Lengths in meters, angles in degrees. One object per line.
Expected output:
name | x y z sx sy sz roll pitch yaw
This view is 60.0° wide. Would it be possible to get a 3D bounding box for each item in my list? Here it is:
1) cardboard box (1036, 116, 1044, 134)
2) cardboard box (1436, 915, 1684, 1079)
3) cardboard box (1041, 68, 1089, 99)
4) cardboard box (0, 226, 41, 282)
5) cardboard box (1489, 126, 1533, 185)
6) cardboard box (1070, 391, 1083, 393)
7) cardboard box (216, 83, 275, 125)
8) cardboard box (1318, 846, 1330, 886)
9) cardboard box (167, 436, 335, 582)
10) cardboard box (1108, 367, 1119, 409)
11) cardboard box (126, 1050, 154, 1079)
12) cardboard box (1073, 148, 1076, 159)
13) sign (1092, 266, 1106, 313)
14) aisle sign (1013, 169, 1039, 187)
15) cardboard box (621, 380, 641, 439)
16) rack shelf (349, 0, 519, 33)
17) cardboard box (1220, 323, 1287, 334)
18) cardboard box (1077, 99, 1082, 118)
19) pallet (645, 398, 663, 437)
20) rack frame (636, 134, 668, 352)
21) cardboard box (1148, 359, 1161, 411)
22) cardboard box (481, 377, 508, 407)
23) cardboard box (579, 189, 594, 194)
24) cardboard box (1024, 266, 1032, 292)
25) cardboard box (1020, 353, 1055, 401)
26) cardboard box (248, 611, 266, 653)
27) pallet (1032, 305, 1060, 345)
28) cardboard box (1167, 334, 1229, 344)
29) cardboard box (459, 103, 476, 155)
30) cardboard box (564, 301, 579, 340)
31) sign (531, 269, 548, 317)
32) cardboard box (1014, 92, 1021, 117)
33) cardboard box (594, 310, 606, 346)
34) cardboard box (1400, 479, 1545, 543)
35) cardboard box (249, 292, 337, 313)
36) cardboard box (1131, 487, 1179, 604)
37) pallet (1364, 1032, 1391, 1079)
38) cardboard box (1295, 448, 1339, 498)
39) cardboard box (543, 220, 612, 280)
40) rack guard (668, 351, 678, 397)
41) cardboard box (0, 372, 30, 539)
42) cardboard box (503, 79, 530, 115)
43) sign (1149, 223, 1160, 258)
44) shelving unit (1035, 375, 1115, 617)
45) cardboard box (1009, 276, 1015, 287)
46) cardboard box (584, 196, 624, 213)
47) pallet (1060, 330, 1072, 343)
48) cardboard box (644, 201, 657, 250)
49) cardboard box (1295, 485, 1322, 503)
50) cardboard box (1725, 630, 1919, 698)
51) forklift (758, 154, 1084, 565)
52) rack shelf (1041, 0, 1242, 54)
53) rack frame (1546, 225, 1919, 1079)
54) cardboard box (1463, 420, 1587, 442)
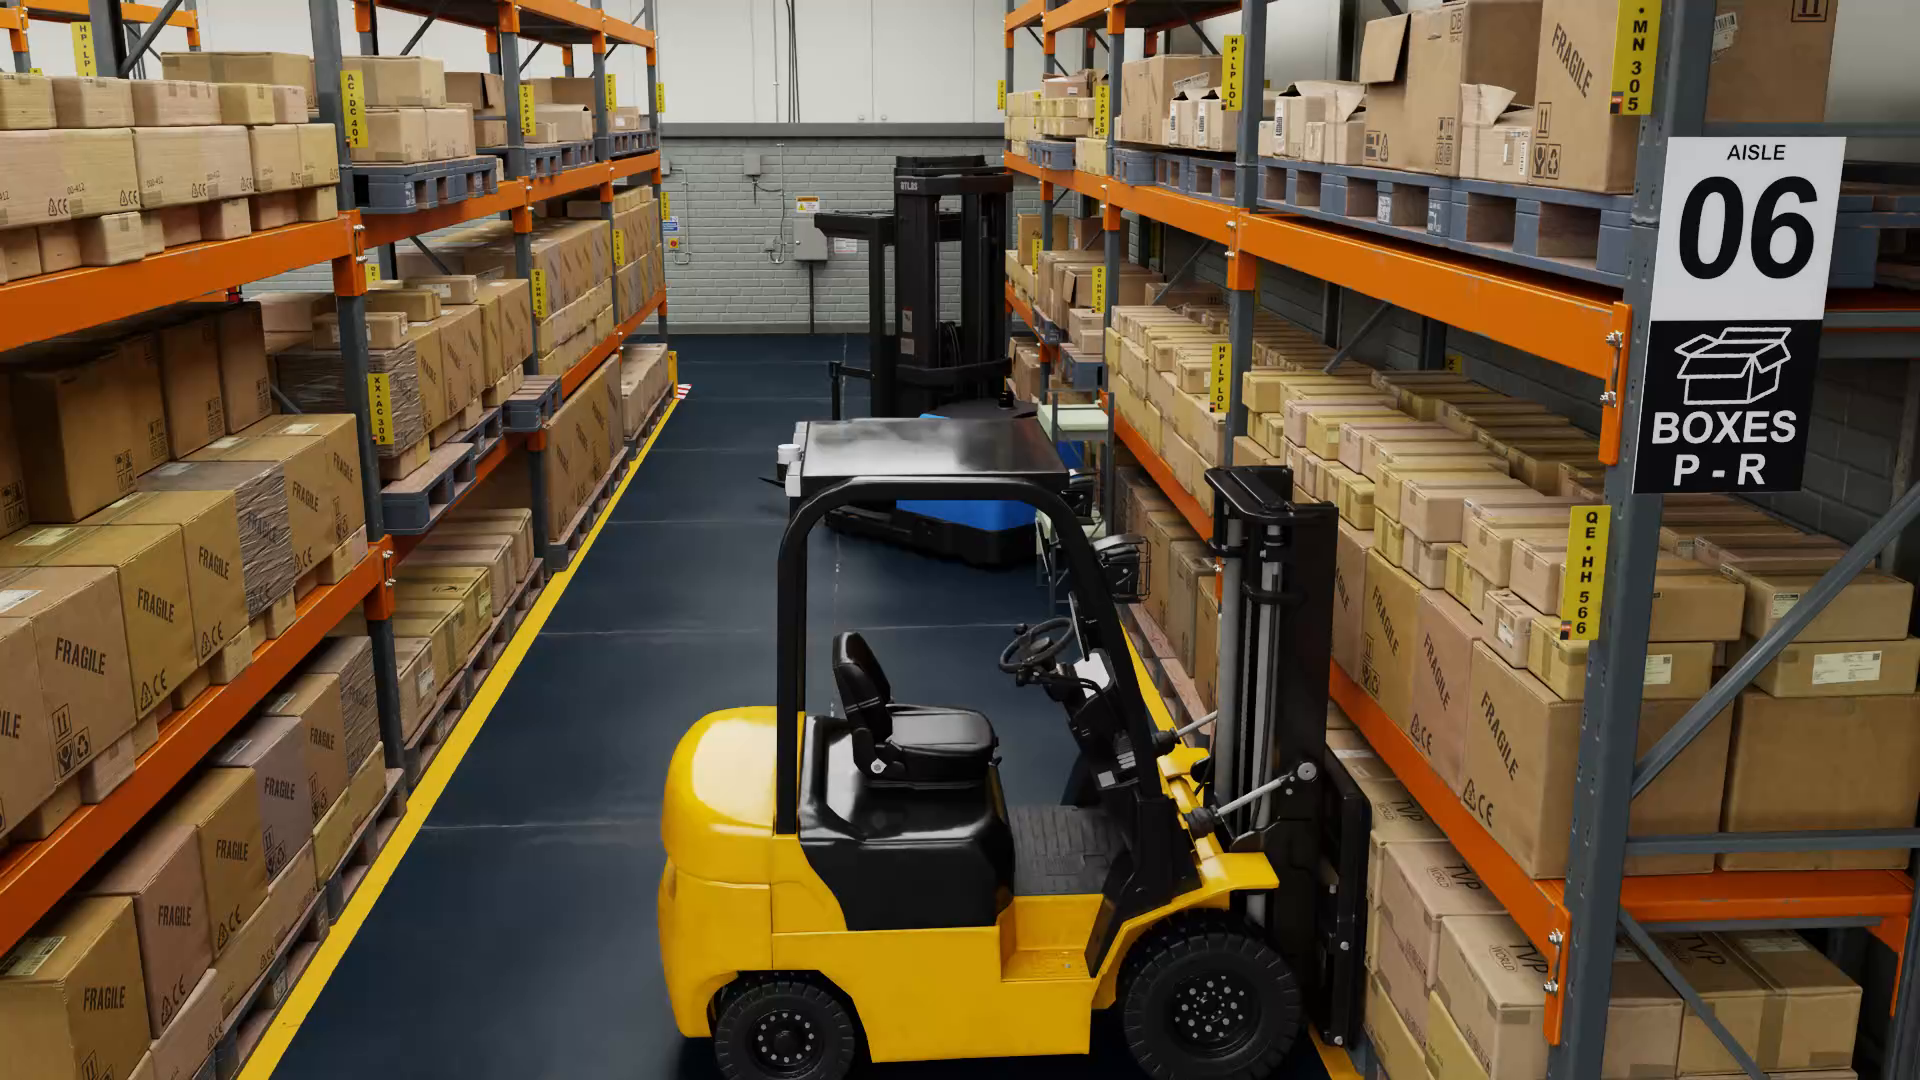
cardboard box | 0.871 -3.673 14.722 0.380 0.149 0.250 -1 14 -3
cardboard box | 1.672 1.284 4.687 0.500 0.250 0.500 0 14 -2
cardboard box | 0.939 -4.082 14.886 0.396 0.266 0.258 -1 14 -4
cardboard box | -2.766 -0.783 4.535 0.380 0.149 0.250 -1 14 -4
cardboard box | 1.658 -1.035 4.470 0.380 0.149 0.250 -1 14 -5
cardboard box | 1.177 -1.250 14.735 0.380 0.149 0.250 -1 14 -4
cardboard box | -2.786 -1.618 6.178 0.380 0.149 0.250 0 14 -2
cardboard box | 1.569 1.142 6.241 0.500 0.250 0.500 -1 14 -4
cardboard box | -2.875 -0.126 6.698 0.500 0.500 0.500 0 14 -2
cardboard box | 1.300 -1.054 11.403 0.500 0.250 0.500 -1 14 -3
cardboard box | -2.716 1.750 4.880 0.500 0.250 0.500 -1 14 -4
cardboard box | 0.951 -3.651 15.681 0.380 0.149 0.250 -1 14 -4
sign | 0.975 -1.752 11.651 0.100 0.325 0.005 -1 14 -3
aisle sign | 0.723 -4.501 19.285 0.394 0.787 0.004 -1 14 -3
cardboard box | -3.617 -1.278 16.273 0.875 0.438 0.875 -1 14 -4
rack shelf | -3.314 -3.029 8.985 1.077 0.370 4.000 -1 14 -3
cardboard box | 1.845 -1.270 10.441 0.380 0.149 0.250 -1 14 -4
cardboard box | 1.119 -3.361 12.954 0.380 0.149 0.250 -1 14 -3
pallet | -3.733 -1.302 17.662 1.003 0.211 1.213 -1 14 -3
rack frame | -3.933 -3.152 19.259 1.000 3.000 0.127 -1 14 -3
cardboard box | 1.401 -0.914 9.857 0.500 0.250 0.500 -1 14 -3
cardboard box | -2.994 -0.908 10.198 0.380 0.149 0.250 -1 14 -2
cardboard box | -4.095 -3.647 17.670 0.380 0.149 0.250 -1 14 -3
cardboard box | 0.930 -2.678 17.119 0.500 0.250 0.500 -1 14 -4
cardboard box | 0.911 -1.723 17.877 0.500 0.500 0.500 -1 14 -2
cardboard box | -2.813 0.346 6.168 0.380 0.149 0.250 -1 14 -4
pallet | 1.209 -1.942 14.939 1.003 0.211 1.213 -1 14 -3
cardboard box | 1.445 -1.135 9.916 0.380 0.149 0.250 -1 14 -3
cardboard box | -3.389 -2.428 10.223 0.700 0.500 0.500 -1 14 -3
cardboard box | -3.272 -1.715 12.969 0.500 0.250 0.500 -1 14 -4
sign | -2.896 -1.696 11.433 0.100 0.325 0.005 -1 14 -3
cardboard box | 0.855 -4.630 17.684 0.500 0.250 0.500 -1 14 -4
cardboard box | -3.375 -1.851 14.500 0.500 0.250 0.500 -1 14 -4
cardboard box | 1.622 -0.095 5.276 0.380 0.149 0.250 -1 14 -2
cardboard box | -3.540 -1.228 8.839 0.380 0.149 0.250 -2 15 -6
cardboard box | 1.590 0.024 10.836 0.875 0.625 0.625 0 14 -2
pallet | 1.923 1.910 5.179 1.003 0.211 1.213 -1 14 -3
cardboard box | 1.539 -0.268 6.547 0.380 0.149 0.250 -1 14 -4
cardboard box | -3.407 -2.583 14.839 0.500 0.500 0.500 0 14 -2
rack guard | -3.935 -1.948 19.594 1.175 0.500 0.348 -1 14 -3
cardboard box | -3.350 -0.225 5.076 0.700 0.500 0.500 -1 14 -4
cardboard box | -3.920 -3.638 14.085 0.500 0.500 0.500 -1 14 -4
sign | 1.822 -2.805 15.586 0.100 0.325 0.005 -1 14 -3
shelving unit | 0.767 -0.311 11.225 0.431 1.500 0.755 -1 14 -4
cardboard box | 0.767 -3.022 19.257 0.380 0.149 0.250 -1 14 -4
cardboard box | -3.490 -3.276 16.231 0.380 0.149 0.250 -1 14 -4
pallet | 1.391 -1.631 13.731 1.003 0.211 1.213 -1 14 -3
cardboard box | -3.604 -3.439 18.167 0.500 0.500 0.500 -1 14 -3
cardboard box | 1.612 0.076 6.512 0.500 0.500 0.500 -1 14 -4
cardboard box | 2.250 0.298 4.345 0.380 0.149 0.250 -1 14 -5
forklift | -0.435 -1.531 13.095 1.130 2.935 3.031 -14 20 -42
rack shelf | 1.393 -4.101 13.153 1.077 0.370 4.000 -1 14 -3
rack frame | 2.012 0.749 4.095 1.000 3.000 0.127 -1 14 -3
cardboard box | 2.133 -0.358 6.301 0.380 0.149 0.250 -1 14 -4
